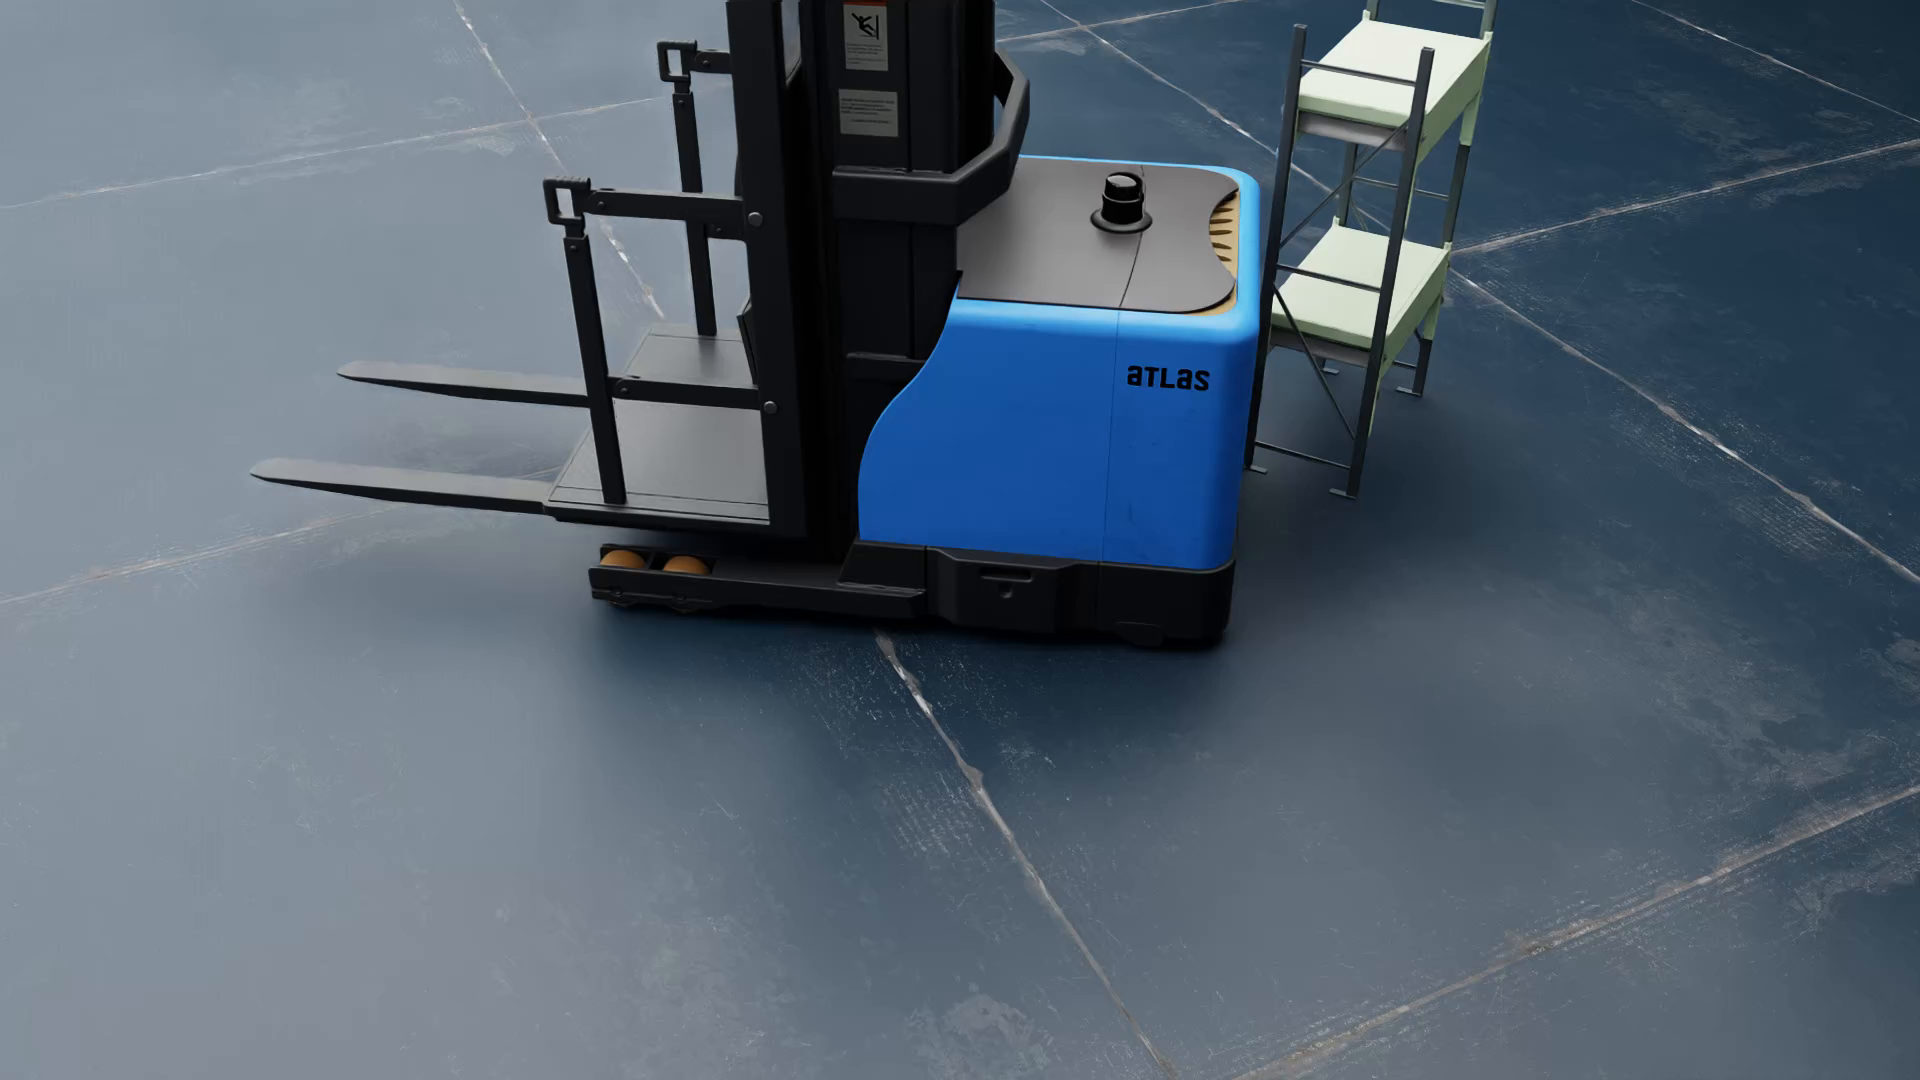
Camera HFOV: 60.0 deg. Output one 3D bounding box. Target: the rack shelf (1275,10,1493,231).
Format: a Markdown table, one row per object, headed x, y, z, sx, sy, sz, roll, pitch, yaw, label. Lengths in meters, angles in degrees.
| x | y | z | sx | sy | sz | roll | pitch | yaw | label |
| --- | --- | --- | --- | --- | --- | --- | --- | --- | --- |
| 1.297 | -1.297 | 5.085 | 0.431 | 0.370 | 0.720 | 18 | 40 | 23 | rack shelf |

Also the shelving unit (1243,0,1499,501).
| x | y | z | sx | sy | sz | roll | pitch | yaw | label |
| --- | --- | --- | --- | --- | --- | --- | --- | --- | --- |
| 1.297 | -0.984 | 5.318 | 0.431 | 1.500 | 0.755 | 18 | 40 | 23 | shelving unit |

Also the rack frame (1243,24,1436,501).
| x | y | z | sx | sy | sz | roll | pitch | yaw | label |
| --- | --- | --- | --- | --- | --- | --- | --- | --- | --- |
| 1.120 | -0.793 | 5.061 | 0.400 | 1.500 | 0.023 | 18 | 40 | 23 | rack frame |

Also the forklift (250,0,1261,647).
| x | y | z | sx | sy | sz | roll | pitch | yaw | label |
| --- | --- | --- | --- | --- | --- | --- | --- | --- | --- |
| -0.659 | -1.268 | 4.500 | 3.031 | 2.935 | 1.130 | 5 | 37 | 7 | forklift |

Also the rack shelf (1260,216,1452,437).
| x | y | z | sx | sy | sz | roll | pitch | yaw | label |
| --- | --- | --- | --- | --- | --- | --- | --- | --- | --- |
| 1.297 | -0.722 | 5.512 | 0.431 | 0.370 | 0.720 | 18 | 40 | 23 | rack shelf |

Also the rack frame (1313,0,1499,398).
| x | y | z | sx | sy | sz | roll | pitch | yaw | label |
| --- | --- | --- | --- | --- | --- | --- | --- | --- | --- |
| 1.475 | -1.175 | 5.575 | 0.400 | 1.500 | 0.023 | 18 | 40 | 23 | rack frame |
